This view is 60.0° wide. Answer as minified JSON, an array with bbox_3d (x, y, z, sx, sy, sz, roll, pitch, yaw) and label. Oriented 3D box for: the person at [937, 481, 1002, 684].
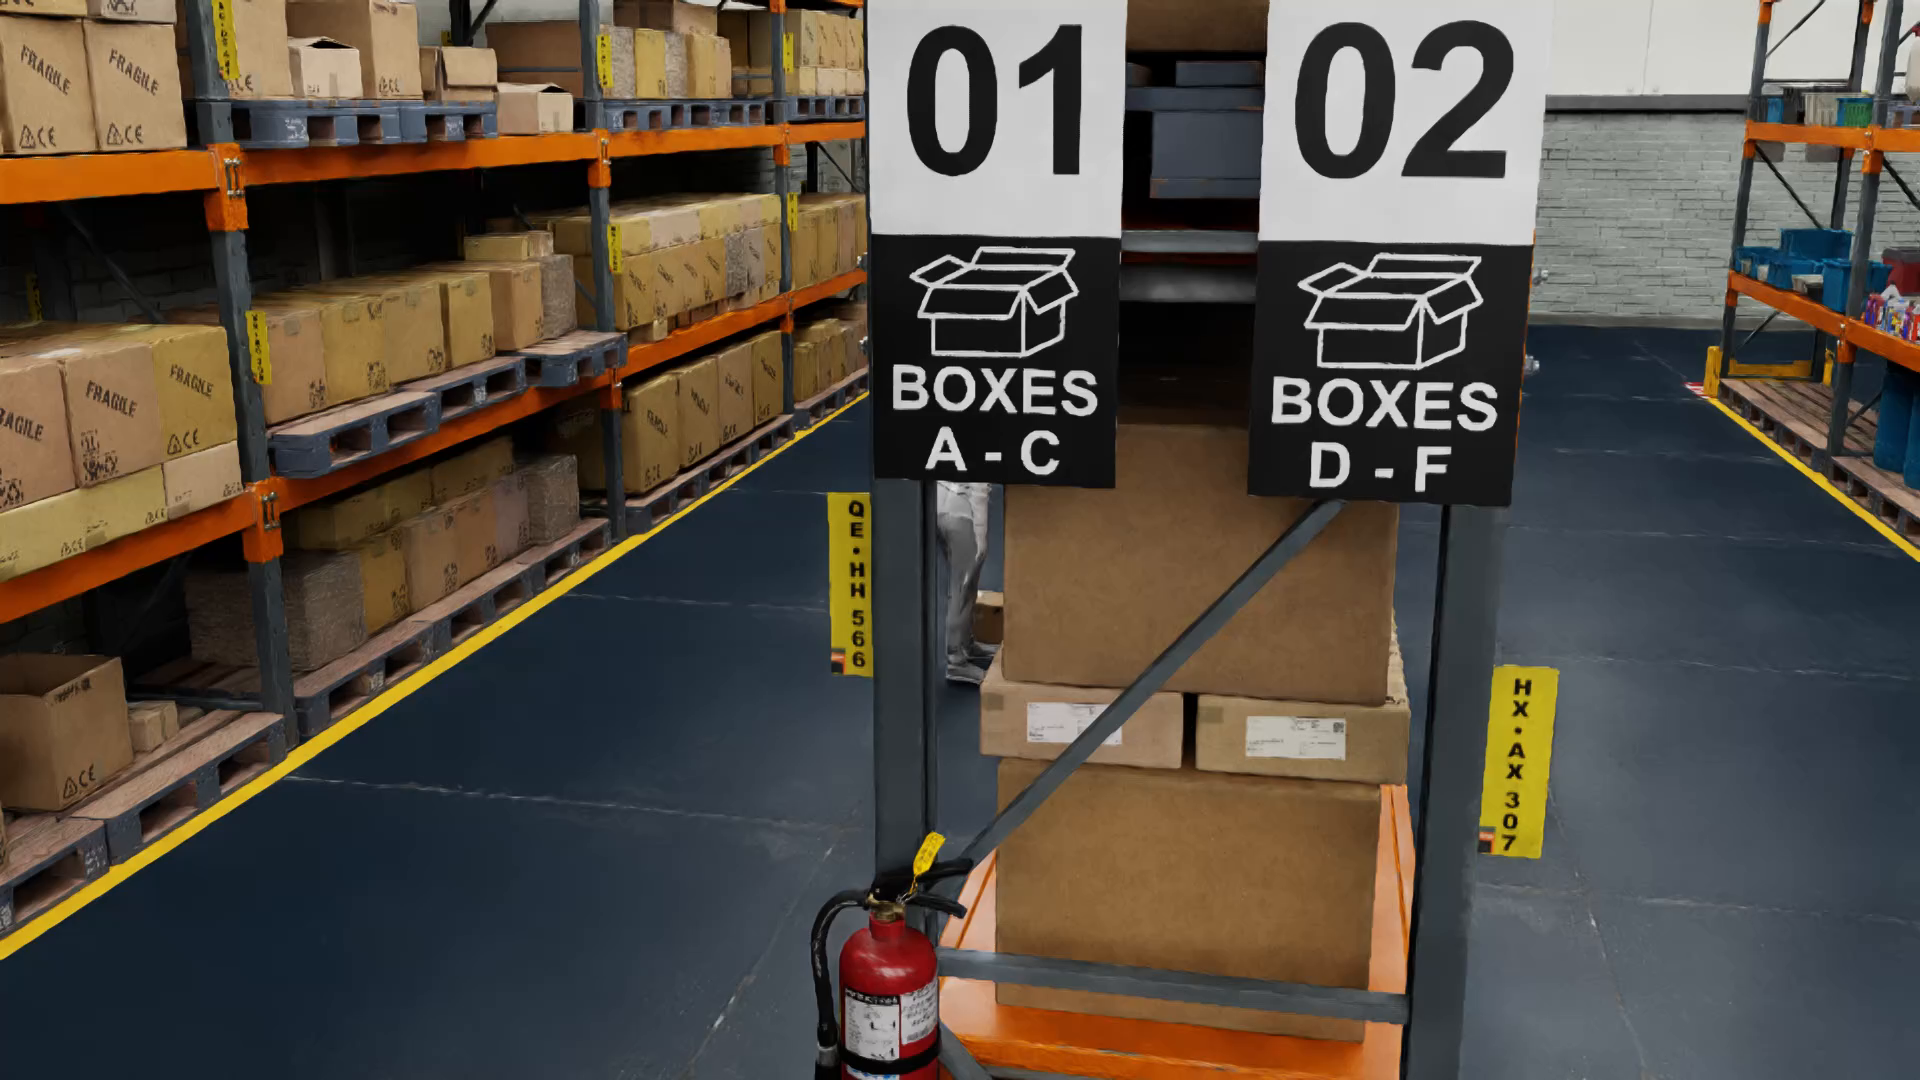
[{"bbox_3d":[0.082,-0.100,8.783,0.470,1.685,0.532,-7,16,-25],"label":"person"}]
